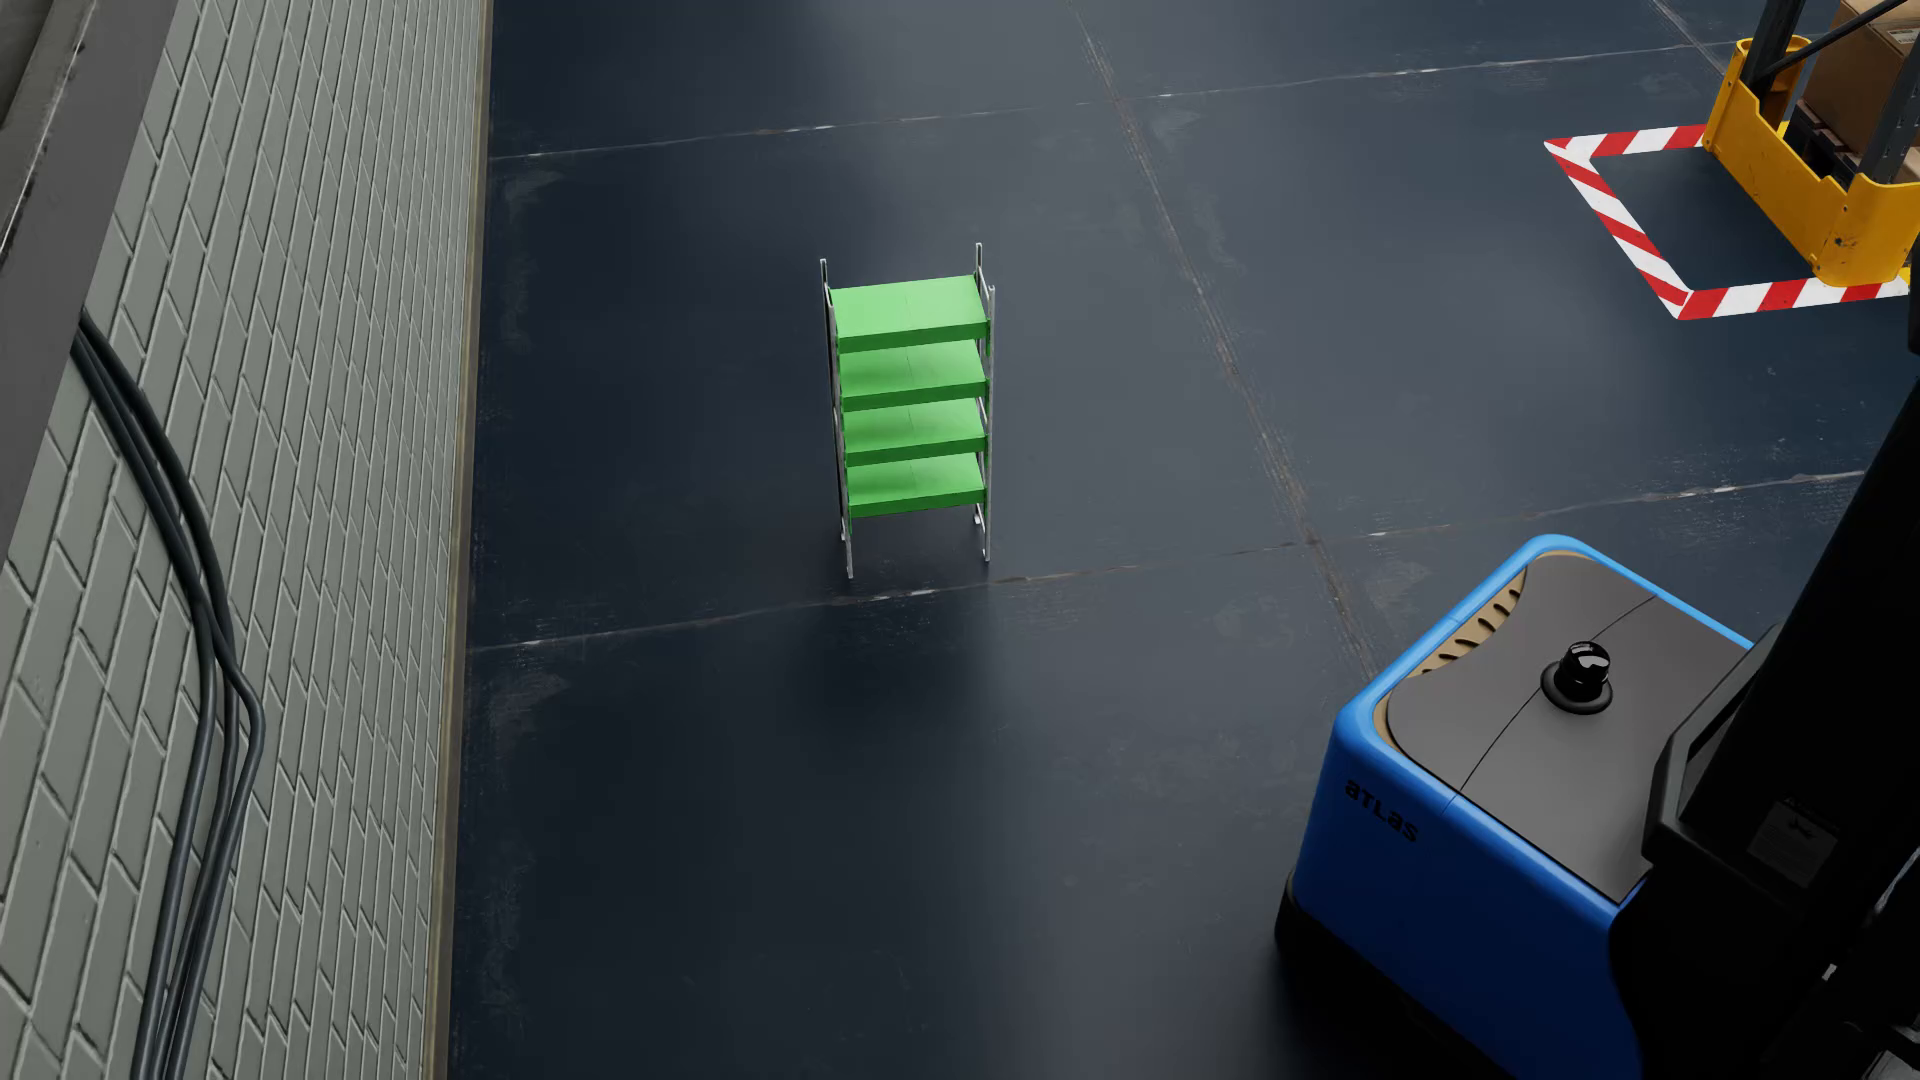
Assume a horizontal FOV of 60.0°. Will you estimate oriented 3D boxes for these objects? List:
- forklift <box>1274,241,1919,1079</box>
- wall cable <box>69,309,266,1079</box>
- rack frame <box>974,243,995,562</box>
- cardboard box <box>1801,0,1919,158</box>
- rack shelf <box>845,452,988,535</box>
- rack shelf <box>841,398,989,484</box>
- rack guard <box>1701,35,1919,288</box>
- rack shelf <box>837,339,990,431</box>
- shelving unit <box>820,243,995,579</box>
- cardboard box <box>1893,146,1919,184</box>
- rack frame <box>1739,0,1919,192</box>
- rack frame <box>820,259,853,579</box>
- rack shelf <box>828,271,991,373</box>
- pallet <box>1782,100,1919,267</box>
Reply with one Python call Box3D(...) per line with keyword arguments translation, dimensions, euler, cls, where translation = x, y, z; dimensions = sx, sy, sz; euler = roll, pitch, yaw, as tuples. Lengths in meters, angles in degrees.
Box3D(translation=(2.288, 0.691, 3.267), dimensions=(1.130, 2.935, 3.031), euler=(-35, 55, -29), cls="forklift")
Box3D(translation=(-1.148, 0.430, 1.461), dimensions=(0.112, 2.526, 3.097), euler=(-7, 46, -7), cls="wall cable")
Box3D(translation=(0.077, -0.426, 5.545), dimensions=(0.015, 1.200, 0.240), euler=(-7, 46, -7), cls="rack frame")
Box3D(translation=(4.132, -2.048, 7.288), dimensions=(0.500, 0.500, 0.500), euler=(-7, 46, -7), cls="cardboard box")
Box3D(translation=(-0.163, -0.185, 5.735), dimensions=(0.480, 0.148, 0.258), euler=(-7, 46, -7), cls="rack shelf")
Box3D(translation=(-0.163, -0.352, 5.562), dimensions=(0.480, 0.148, 0.258), euler=(-7, 46, -7), cls="rack shelf")
Box3D(translation=(3.713, -1.663, 7.223), dimensions=(0.348, 0.500, 1.175), euler=(-7, 46, -7), cls="rack guard")
Box3D(translation=(-0.163, -0.518, 5.389), dimensions=(0.480, 0.148, 0.258), euler=(-7, 46, -7), cls="rack shelf")
Box3D(translation=(-0.163, -0.396, 5.516), dimensions=(0.503, 1.200, 0.258), euler=(-7, 46, -7), cls="shelving unit")
Box3D(translation=(4.109, -1.492, 6.997), dimensions=(0.250, 0.149, 0.380), euler=(-7, 46, -7), cls="cardboard box")
Box3D(translation=(3.638, -2.521, 6.314), dimensions=(0.127, 3.000, 1.000), euler=(-7, 46, -7), cls="rack frame")
Box3D(translation=(-0.404, -0.366, 5.487), dimensions=(0.015, 1.200, 0.240), euler=(-7, 46, -7), cls="rack frame")
Box3D(translation=(-0.163, -0.685, 5.217), dimensions=(0.480, 0.148, 0.258), euler=(-7, 46, -7), cls="rack shelf")
Box3D(translation=(4.498, -1.661, 7.422), dimensions=(1.213, 0.211, 1.003), euler=(-7, 46, -7), cls="pallet")
